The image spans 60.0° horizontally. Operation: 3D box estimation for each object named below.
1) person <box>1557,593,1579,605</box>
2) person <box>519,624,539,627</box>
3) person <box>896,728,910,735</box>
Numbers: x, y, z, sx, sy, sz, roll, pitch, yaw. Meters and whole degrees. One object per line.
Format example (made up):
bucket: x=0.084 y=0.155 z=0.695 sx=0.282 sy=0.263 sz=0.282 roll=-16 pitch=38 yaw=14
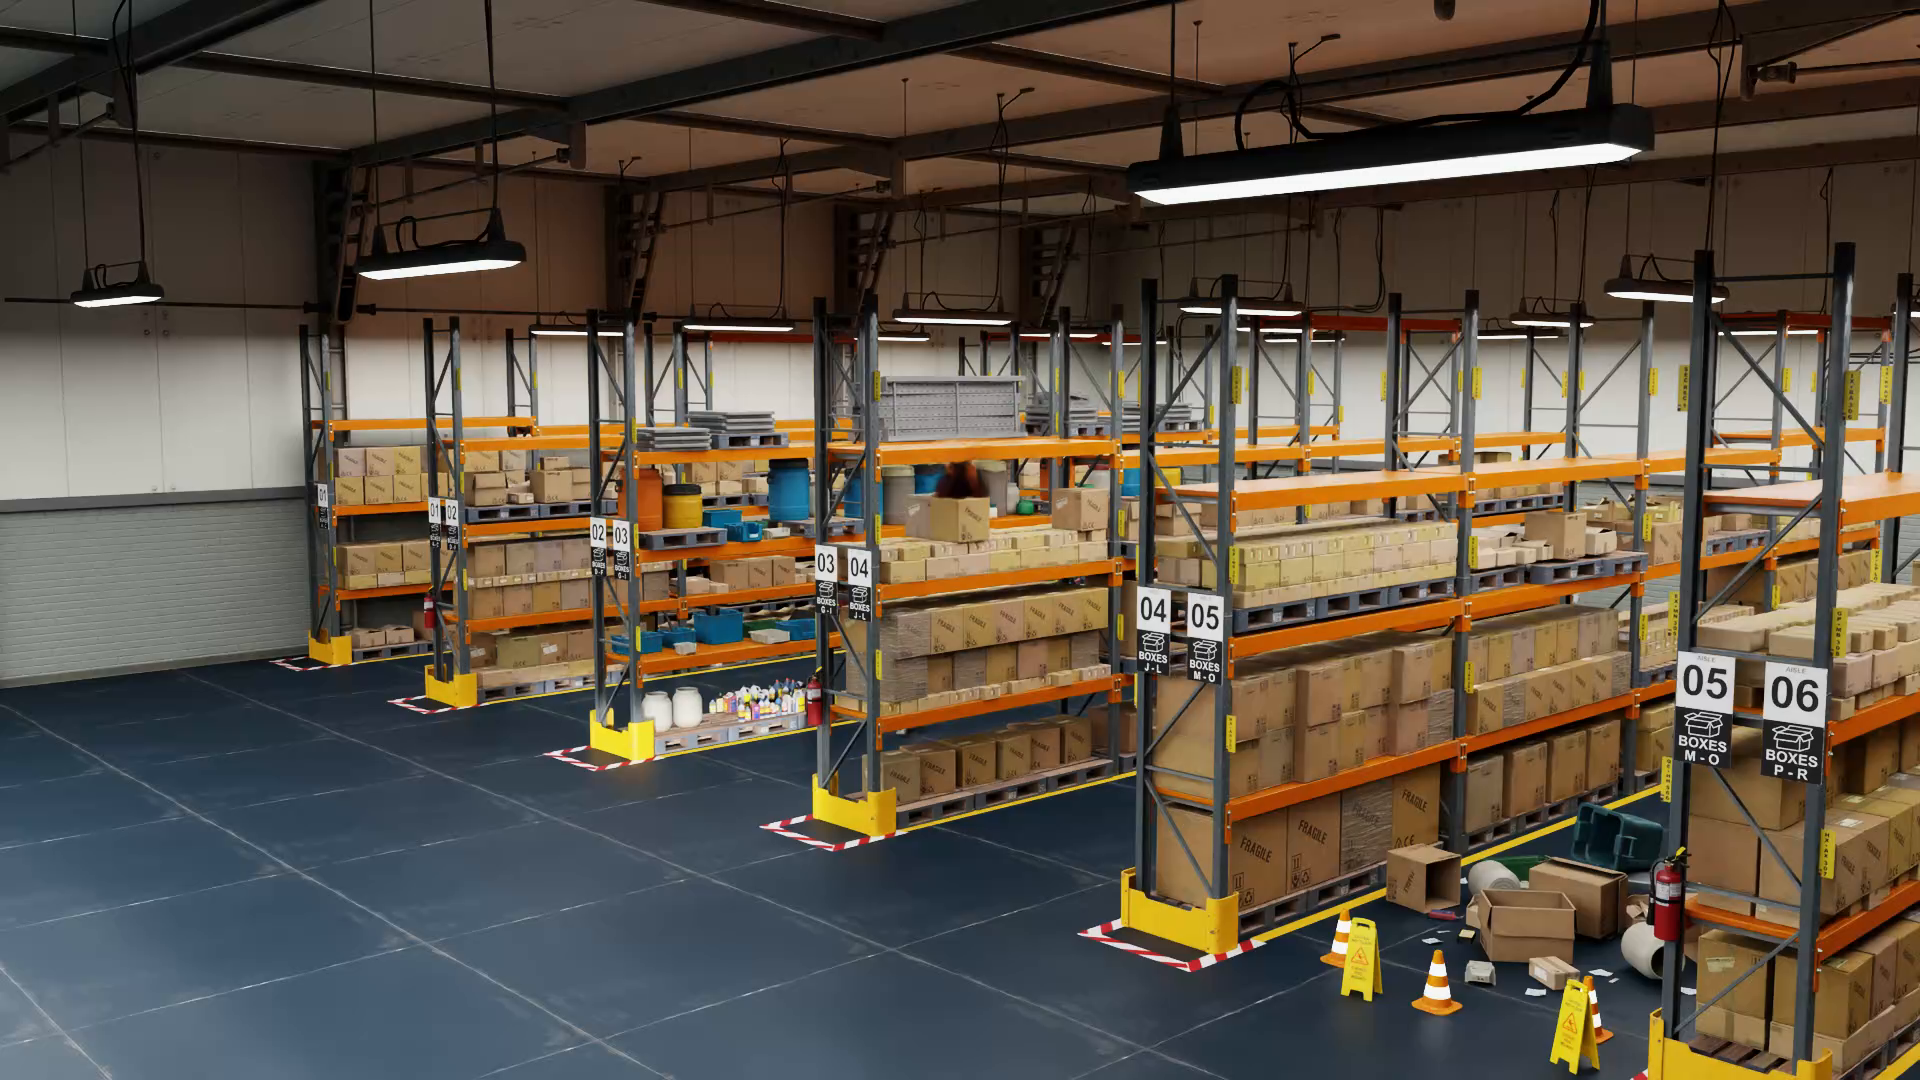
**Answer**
person: x=11.293 y=1.162 z=30.958 sx=1.000 sy=1.756 sz=0.600 roll=-1 pitch=6 yaw=-11
person: x=-7.959 y=1.198 z=30.897 sx=0.682 sy=1.727 sz=1.035 roll=5 pitch=8 yaw=41
person: x=-0.760 y=1.866 z=23.885 sx=0.577 sy=1.719 sz=0.991 roll=4 pitch=7 yaw=34
